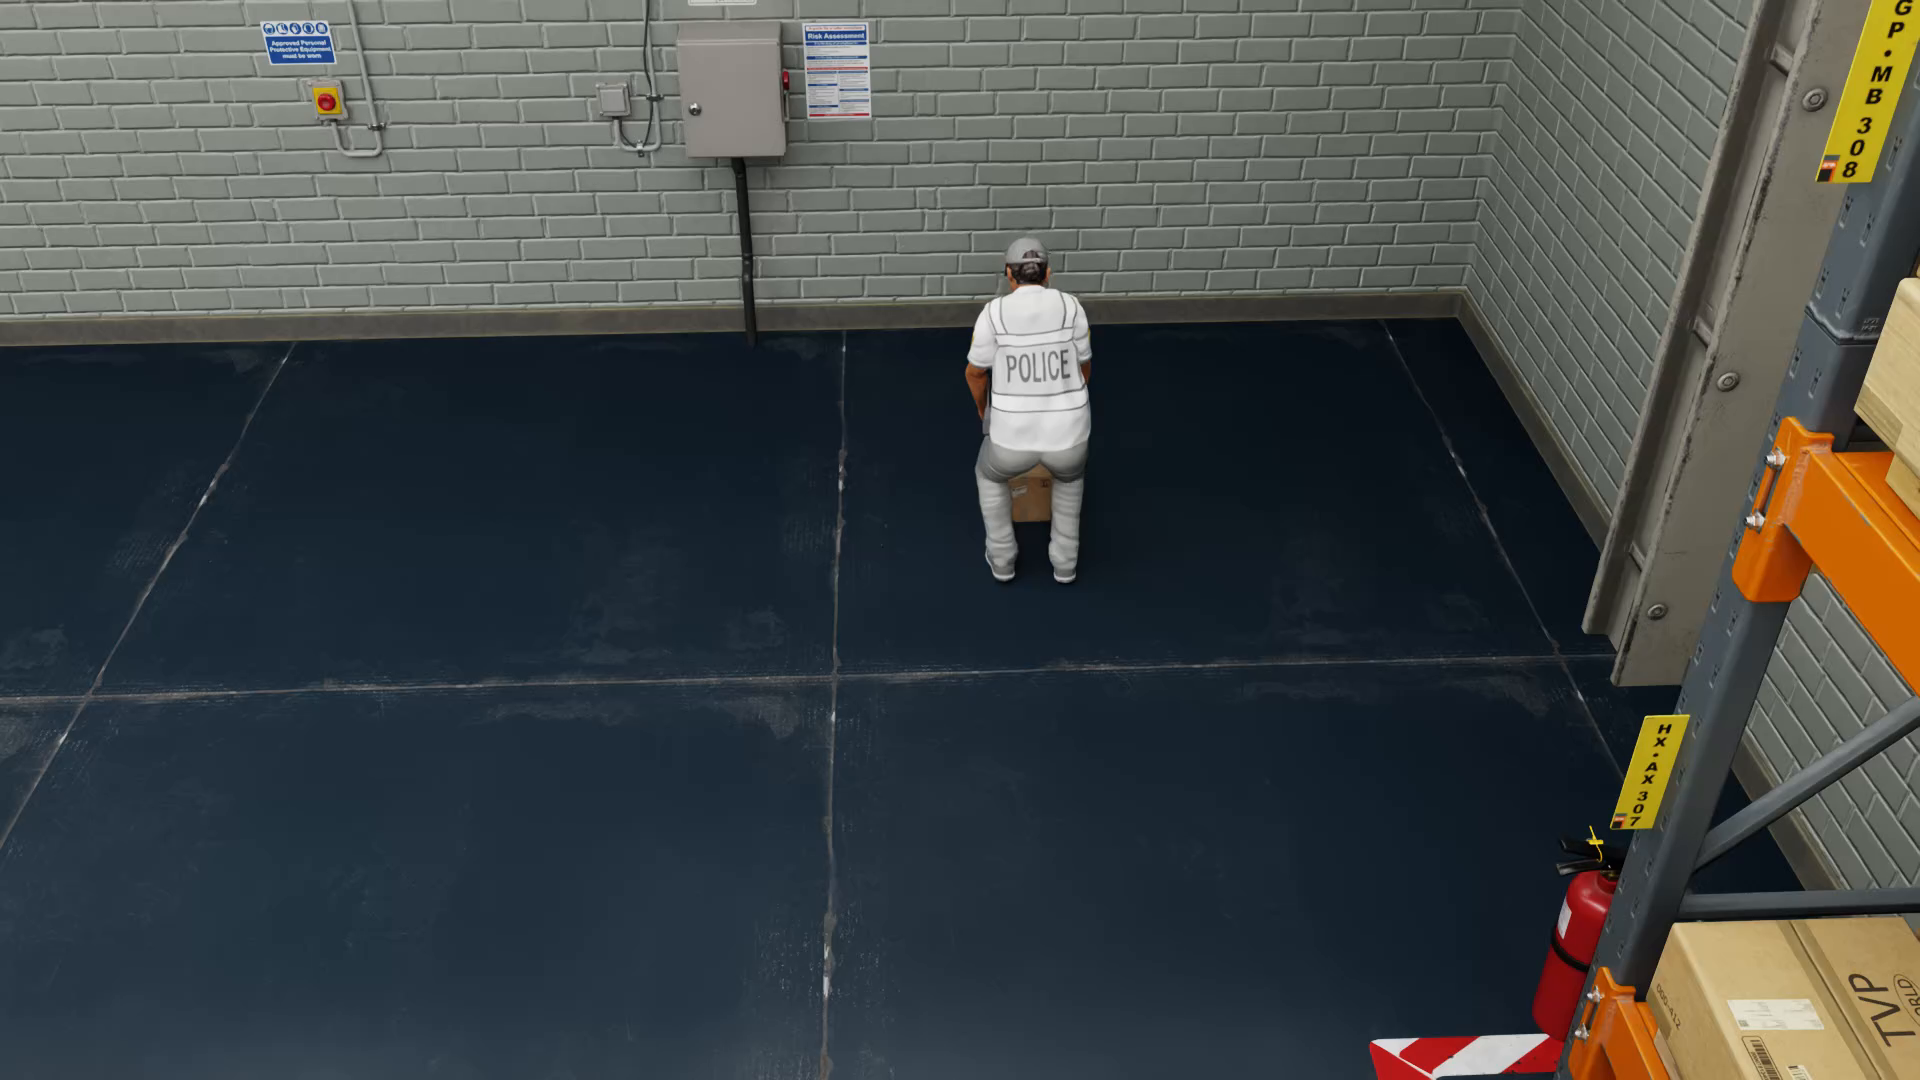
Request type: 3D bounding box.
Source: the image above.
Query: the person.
[{"bbox_3d":[0.286,-0.500,6.998,0.525,1.502,0.632,-1,35,-2],"label":"person"}]
